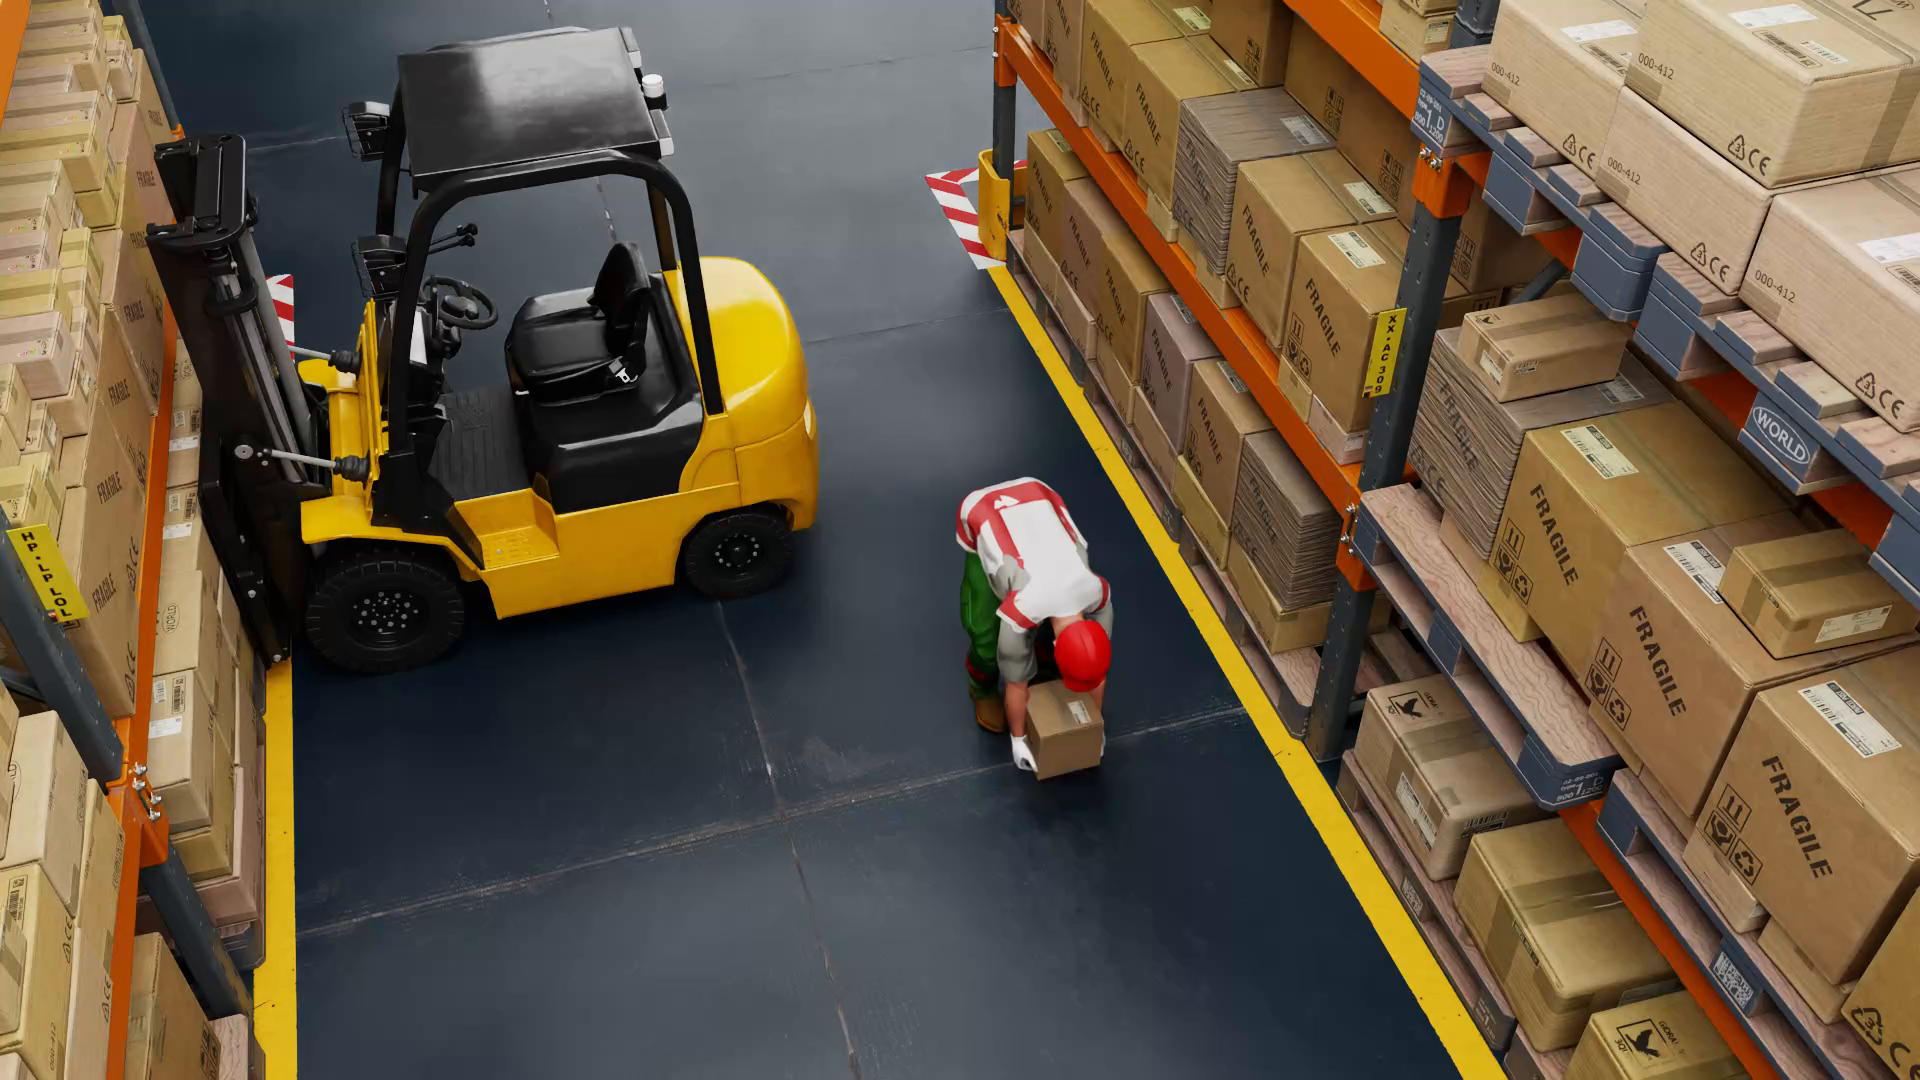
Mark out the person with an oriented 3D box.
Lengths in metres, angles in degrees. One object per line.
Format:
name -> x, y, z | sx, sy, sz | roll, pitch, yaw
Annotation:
person -> 0.309, 0.382, 6.257 | 0.518, 1.060, 0.962 | -15, 44, -16
